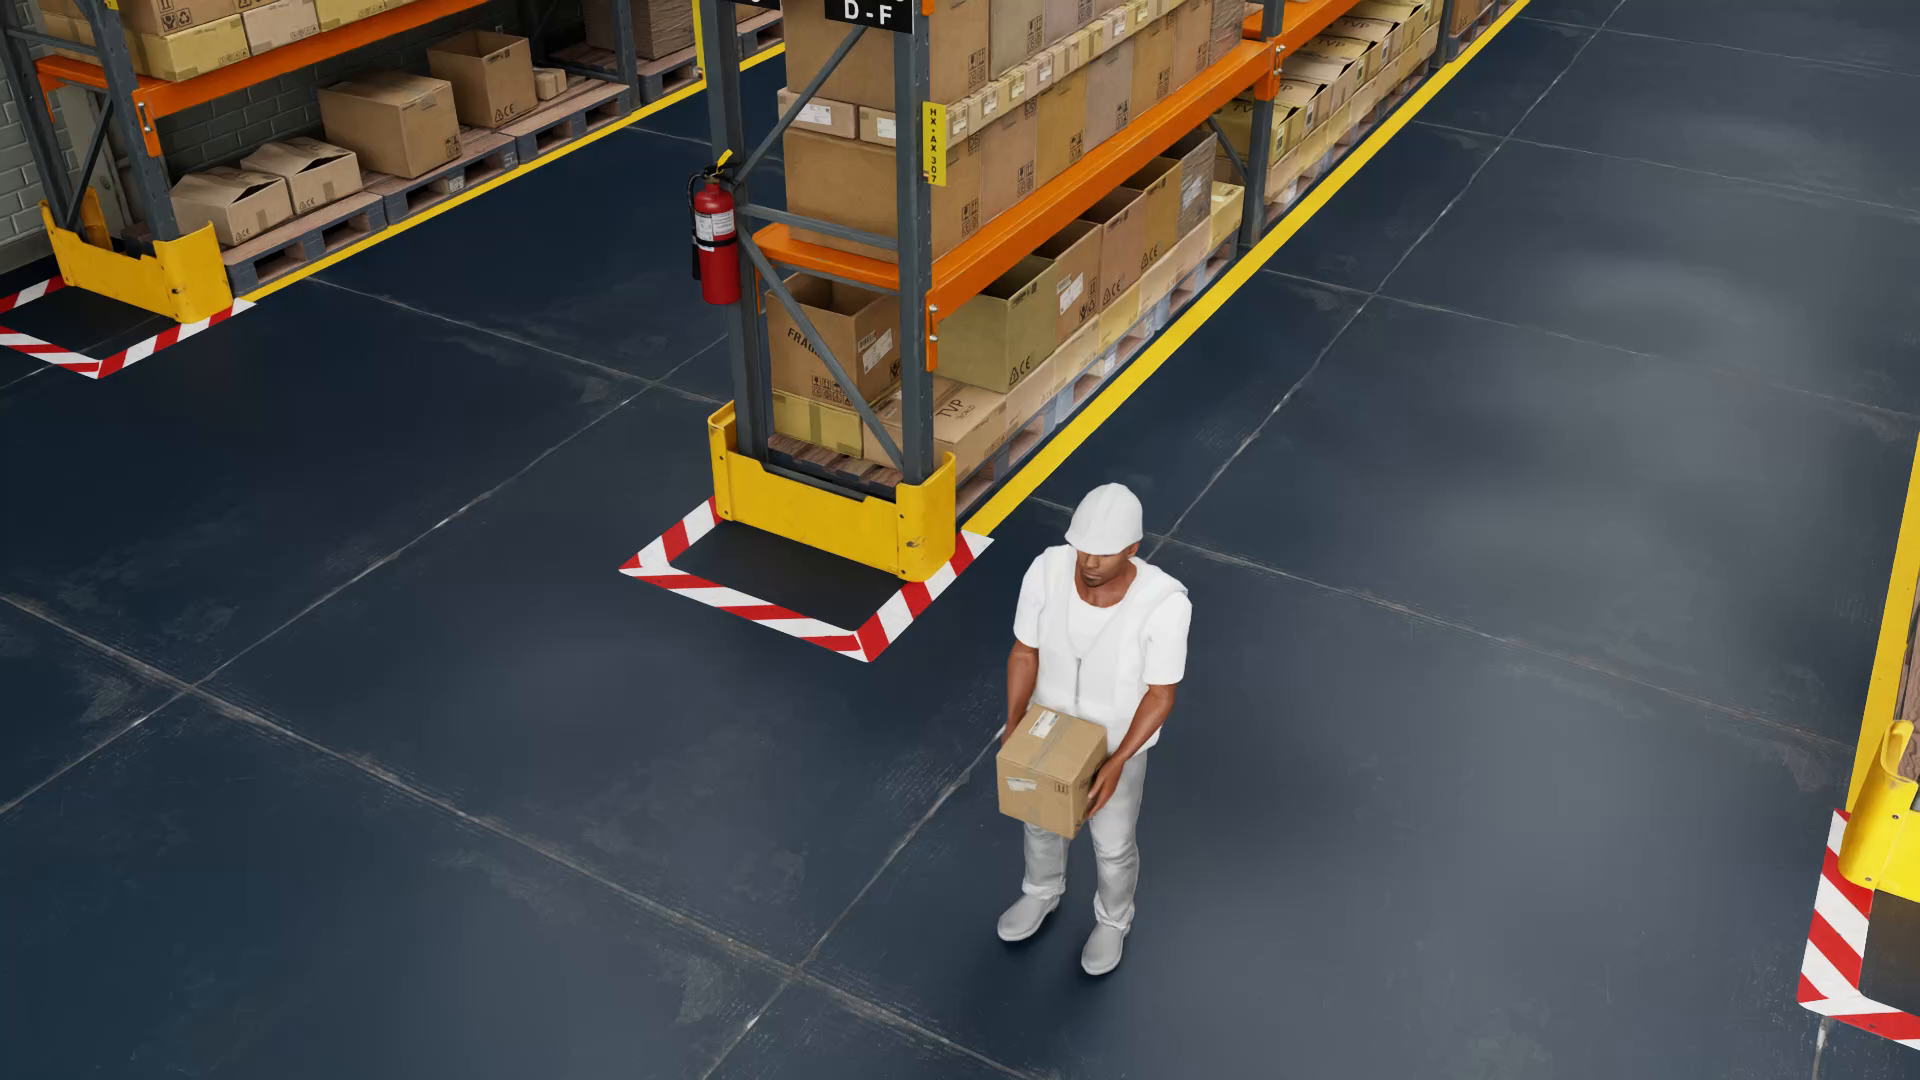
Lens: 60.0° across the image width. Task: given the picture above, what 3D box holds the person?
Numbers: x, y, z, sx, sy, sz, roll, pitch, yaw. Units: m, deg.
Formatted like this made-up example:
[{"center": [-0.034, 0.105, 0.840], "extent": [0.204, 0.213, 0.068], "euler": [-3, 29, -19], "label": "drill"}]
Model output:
[{"center": [0.384, 0.626, 5.188], "extent": [0.558, 1.769, 0.520], "euler": [17, 38, 24], "label": "person"}]
